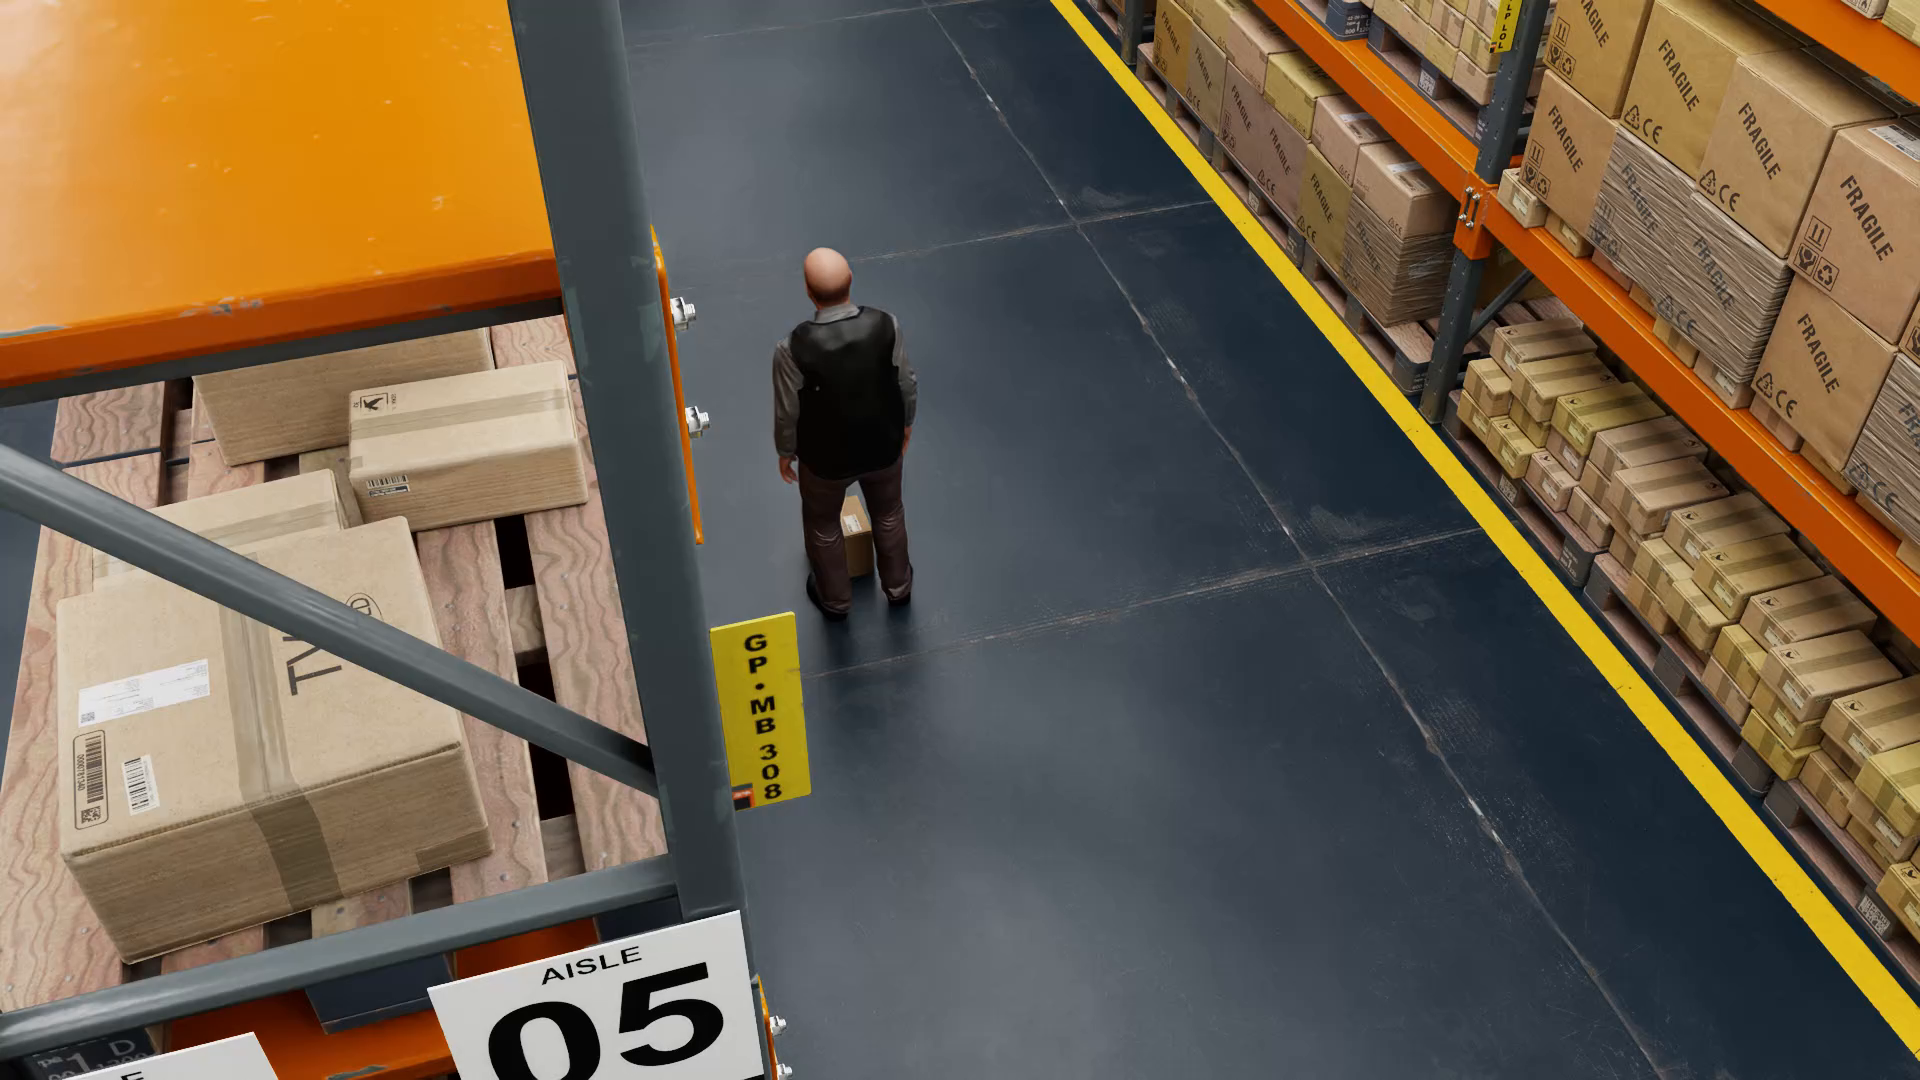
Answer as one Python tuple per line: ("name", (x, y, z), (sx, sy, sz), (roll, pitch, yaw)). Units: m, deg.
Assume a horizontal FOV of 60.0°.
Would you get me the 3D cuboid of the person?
("person", (-0.453, -0.384, 6.605), (0.585, 1.720, 0.379), (-14, 44, -15))
